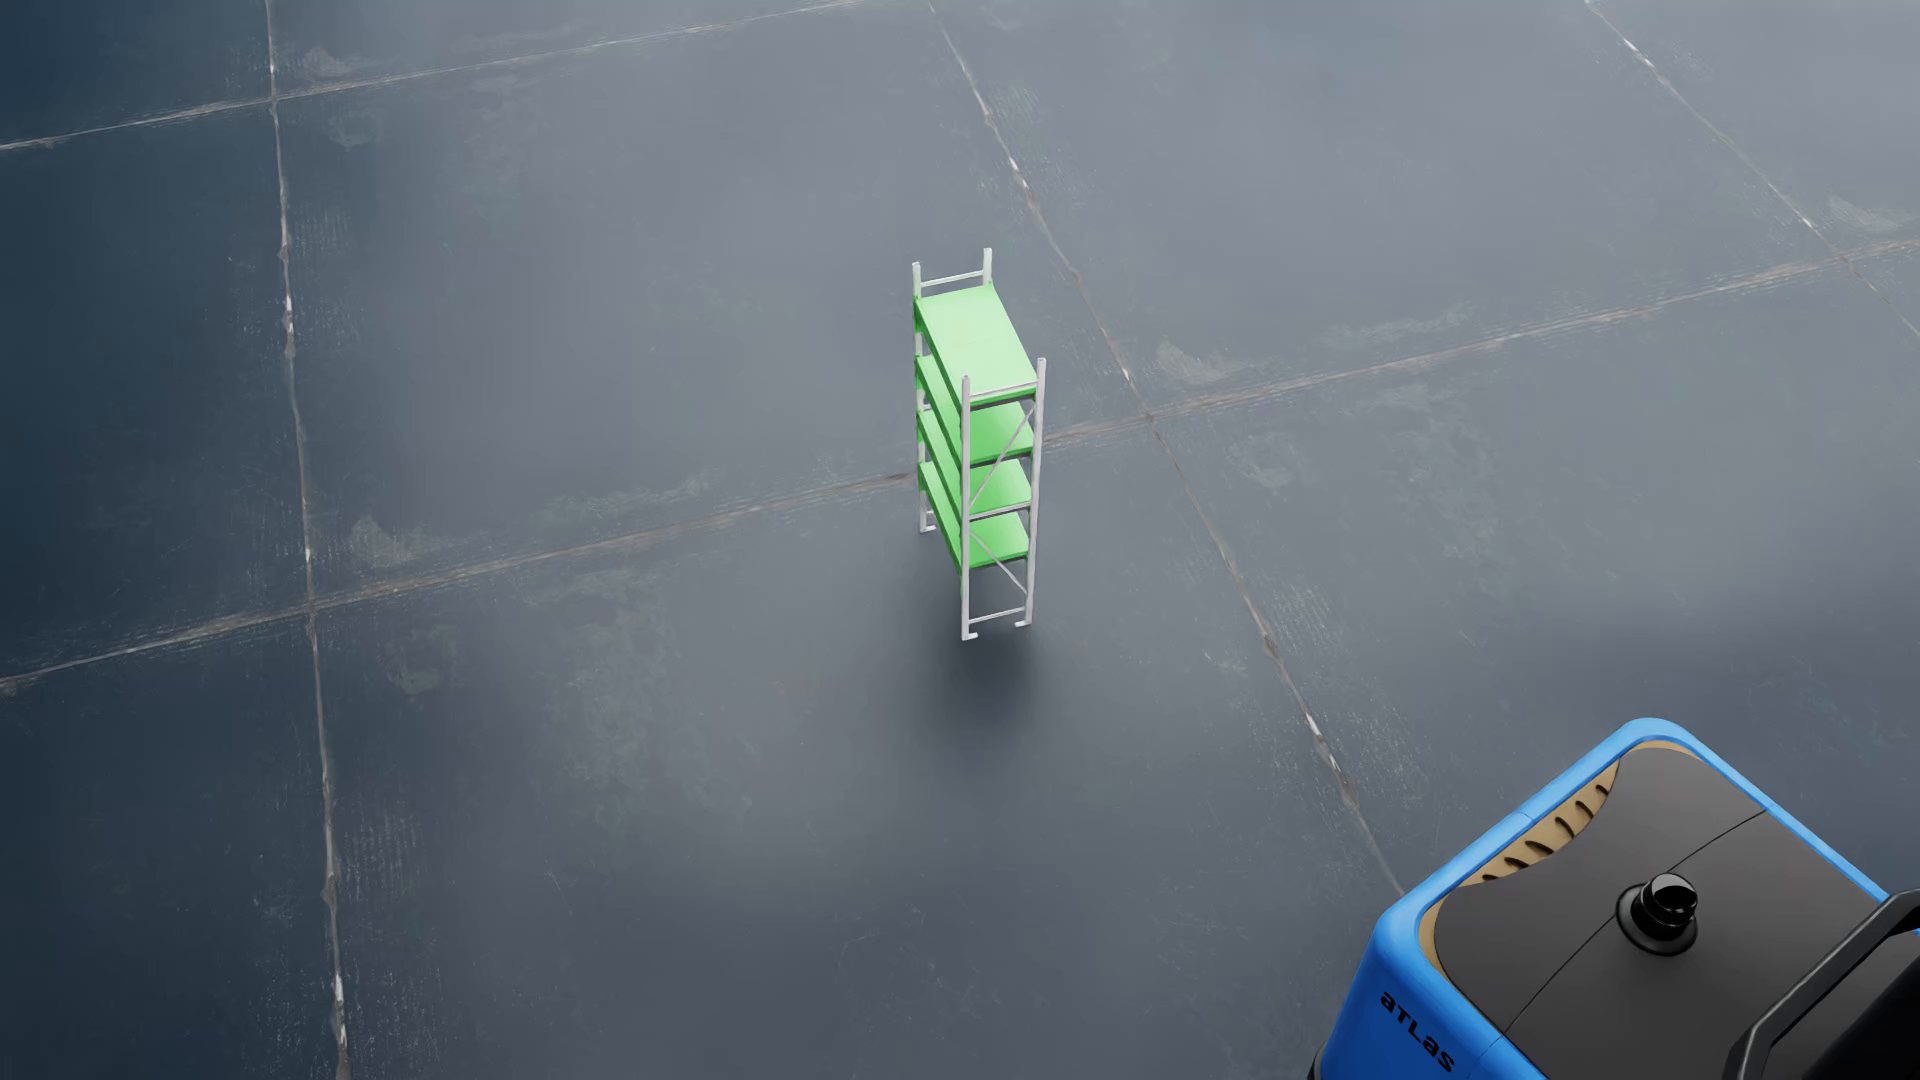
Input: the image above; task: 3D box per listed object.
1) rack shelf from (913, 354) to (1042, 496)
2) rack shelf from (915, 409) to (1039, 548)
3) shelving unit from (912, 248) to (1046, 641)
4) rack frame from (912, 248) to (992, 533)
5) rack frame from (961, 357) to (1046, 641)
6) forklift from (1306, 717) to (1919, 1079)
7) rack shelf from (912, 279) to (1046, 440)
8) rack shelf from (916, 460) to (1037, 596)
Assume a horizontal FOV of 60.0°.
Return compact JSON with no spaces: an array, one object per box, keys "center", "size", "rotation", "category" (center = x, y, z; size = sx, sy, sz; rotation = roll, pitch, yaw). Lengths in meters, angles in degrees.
[{"center":[0.049,-0.379,5.055],"size":[0.258,0.148,0.480],"rotation":[-13,51,-11],"category":"rack shelf"},{"center":[0.049,-0.225,5.238],"size":[0.258,0.148,0.480],"rotation":[-13,51,-11],"category":"rack shelf"},{"center":[0.049,-0.266,5.189],"size":[0.258,1.200,0.503],"rotation":[-13,51,-11],"category":"shelving unit"},{"center":[-0.023,-0.444,5.340],"size":[0.240,1.200,0.015],"rotation":[-13,51,-11],"category":"rack frame"},{"center":[0.121,-0.088,5.039],"size":[0.240,1.200,0.015],"rotation":[-13,51,-11],"category":"rack frame"},{"center":[2.181,1.274,2.759],"size":[1.130,2.935,3.031],"rotation":[-30,56,-23],"category":"forklift"},{"center":[0.049,-0.534,4.871],"size":[0.258,0.148,0.480],"rotation":[-13,51,-11],"category":"rack shelf"},{"center":[0.049,-0.070,5.422],"size":[0.258,0.148,0.480],"rotation":[-13,51,-11],"category":"rack shelf"}]
